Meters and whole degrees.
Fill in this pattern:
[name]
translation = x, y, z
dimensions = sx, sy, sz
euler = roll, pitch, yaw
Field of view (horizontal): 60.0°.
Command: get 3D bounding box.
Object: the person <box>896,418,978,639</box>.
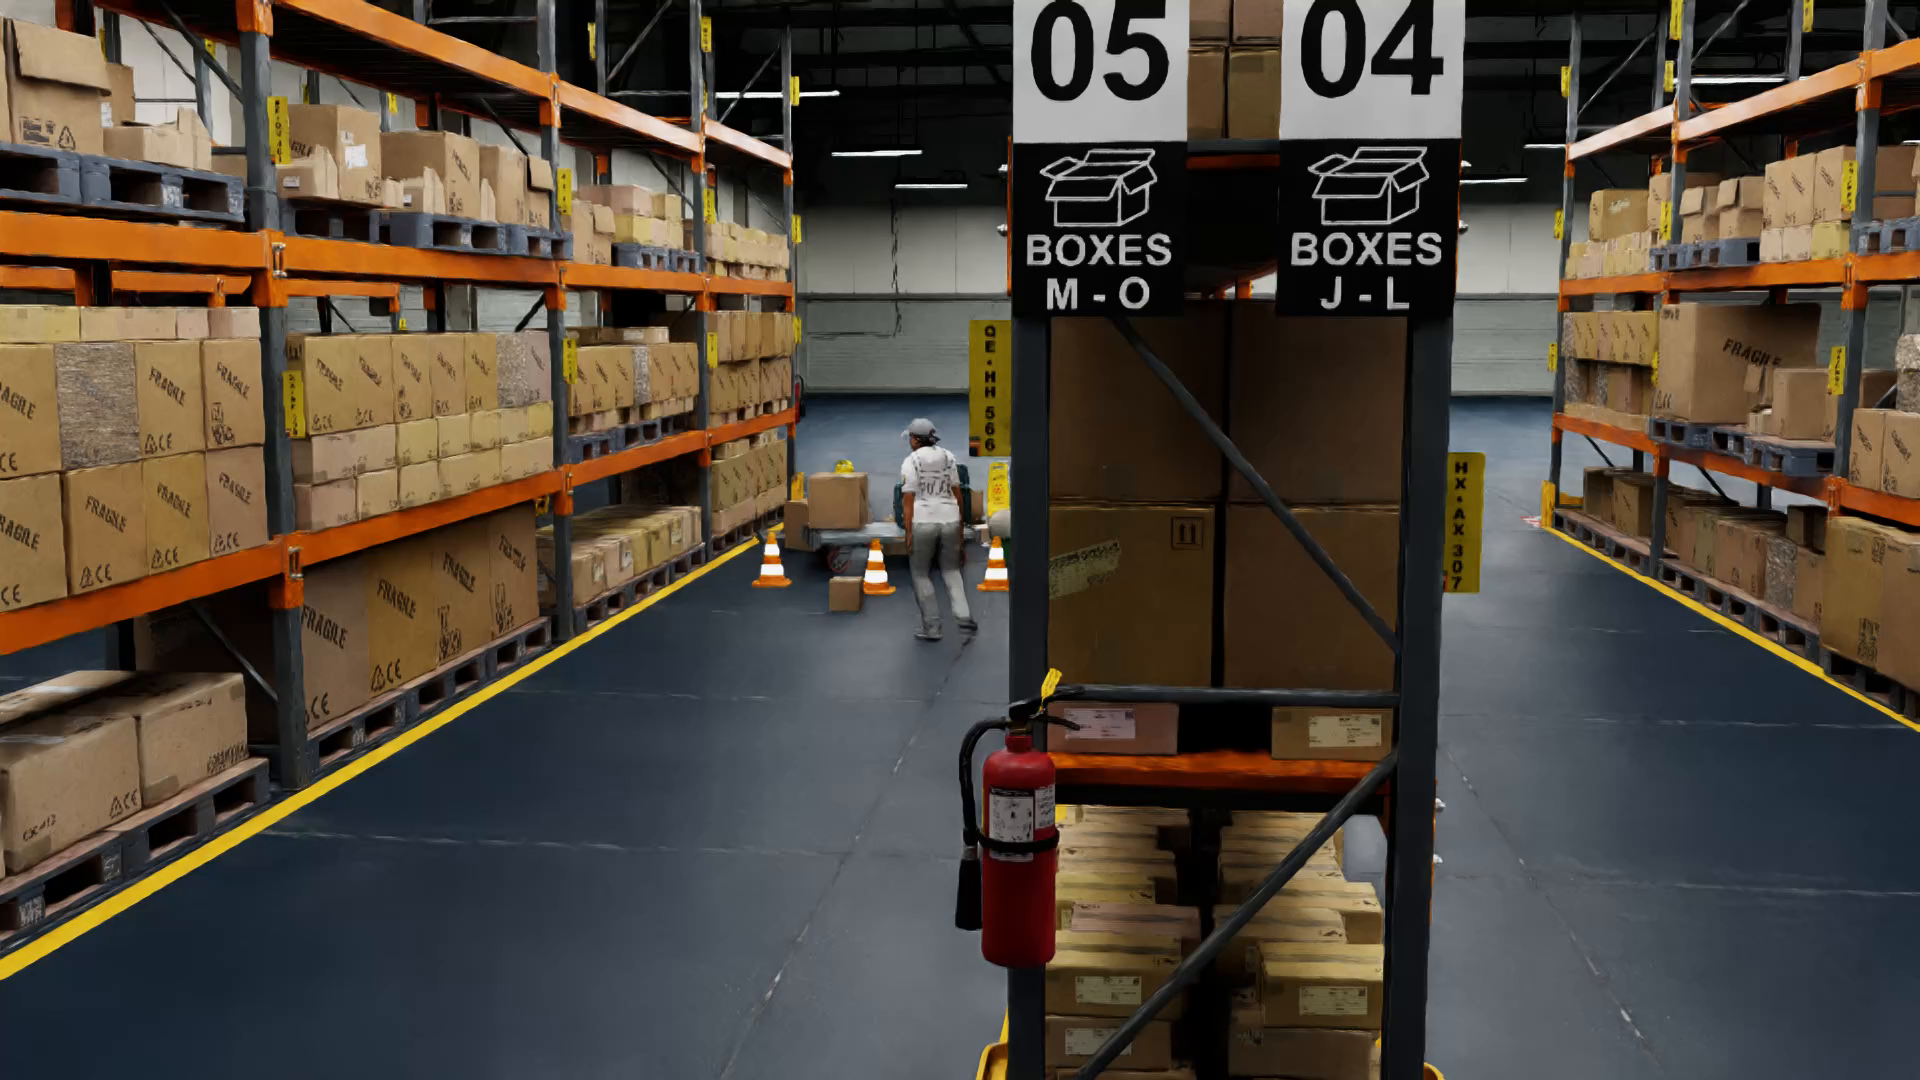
[person]
translation = -0.175, -0.082, 12.406
dimensions = 0.553, 1.653, 0.555
euler = -4, 9, -28
